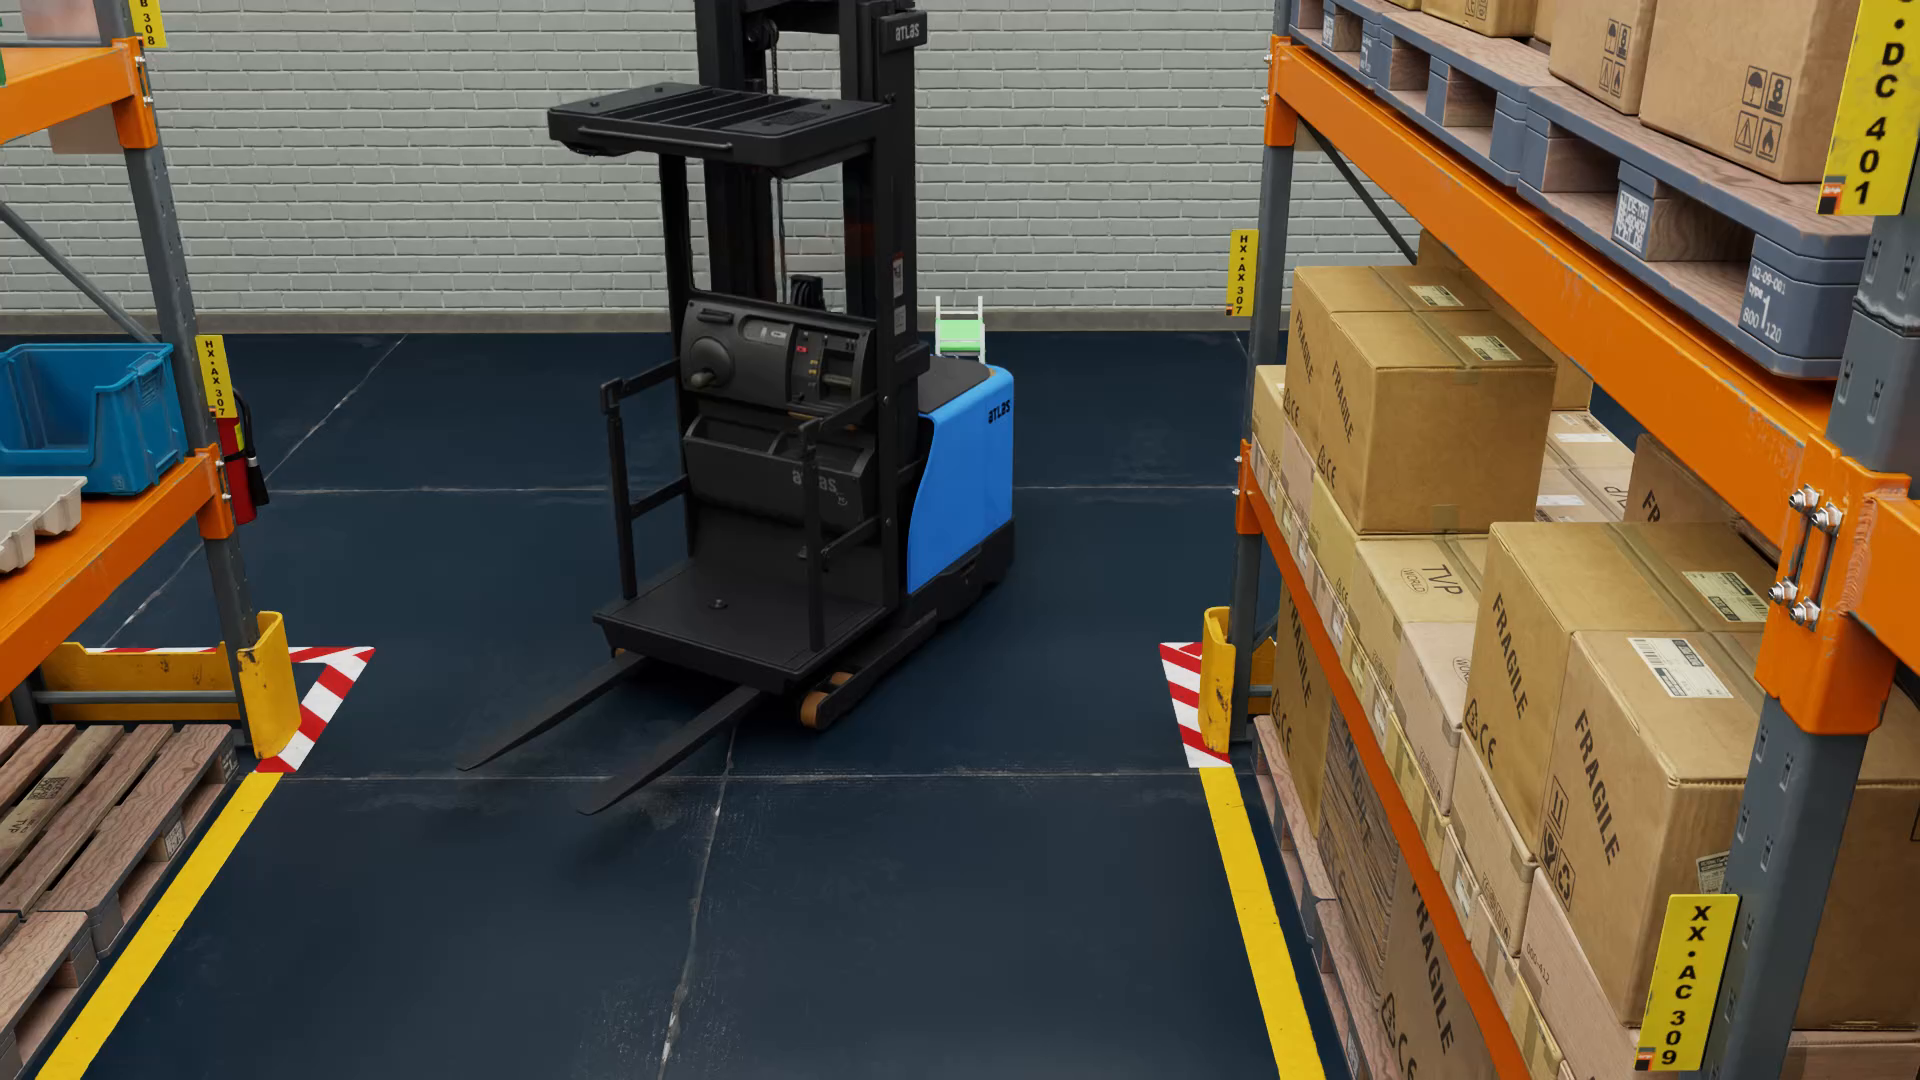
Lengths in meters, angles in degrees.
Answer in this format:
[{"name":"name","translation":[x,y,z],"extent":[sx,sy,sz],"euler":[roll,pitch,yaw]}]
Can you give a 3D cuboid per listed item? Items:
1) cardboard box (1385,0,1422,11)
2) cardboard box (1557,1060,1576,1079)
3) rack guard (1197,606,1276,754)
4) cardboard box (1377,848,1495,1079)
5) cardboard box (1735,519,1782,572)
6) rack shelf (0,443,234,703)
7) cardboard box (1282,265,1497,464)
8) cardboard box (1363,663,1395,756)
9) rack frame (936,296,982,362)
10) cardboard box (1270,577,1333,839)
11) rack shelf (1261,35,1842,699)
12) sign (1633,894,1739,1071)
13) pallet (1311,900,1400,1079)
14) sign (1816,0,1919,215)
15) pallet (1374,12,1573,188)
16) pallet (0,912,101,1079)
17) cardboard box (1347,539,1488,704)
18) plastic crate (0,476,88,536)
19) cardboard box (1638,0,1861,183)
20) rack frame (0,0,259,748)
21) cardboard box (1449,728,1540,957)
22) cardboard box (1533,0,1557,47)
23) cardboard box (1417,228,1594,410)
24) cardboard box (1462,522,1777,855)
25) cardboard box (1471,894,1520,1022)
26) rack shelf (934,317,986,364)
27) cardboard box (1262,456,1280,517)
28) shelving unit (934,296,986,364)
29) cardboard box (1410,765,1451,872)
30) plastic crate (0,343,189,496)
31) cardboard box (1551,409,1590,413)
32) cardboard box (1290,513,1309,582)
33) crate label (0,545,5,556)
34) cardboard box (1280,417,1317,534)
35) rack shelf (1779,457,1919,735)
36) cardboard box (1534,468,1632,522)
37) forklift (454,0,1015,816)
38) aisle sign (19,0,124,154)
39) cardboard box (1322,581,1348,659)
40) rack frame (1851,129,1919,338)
[{"name":"cardboard box","translation":[1.542,-1.757,4.604],"extent":[0.700,0.500,0.500],"euler":[-1,24,-2]},{"name":"cardboard box","translation":[1.309,1.084,3.018],"extent":[0.380,0.149,0.250],"euler":[0,24,0]},{"name":"rack guard","translation":[1.596,0.574,6.873],"extent":[1.175,0.500,0.348],"euler":[0,24,-1]},{"name":"cardboard box","translation":[1.703,1.227,4.466],"extent":[0.875,0.875,0.875],"euler":[0,24,-1]},{"name":"cardboard box","translation":[1.893,0.283,3.395],"extent":[0.500,0.500,0.500],"euler":[0,24,-1]},{"name":"rack shelf","translation":[-3.334,0.619,4.613],"extent":[1.077,0.370,4.000],"euler":[0,24,-1]},{"name":"cardboard box","translation":[1.337,-0.559,5.256],"extent":[0.500,0.500,0.500],"euler":[-1,24,-2]},{"name":"cardboard box","translation":[1.293,0.449,4.421],"extent":[0.380,0.149,0.250],"euler":[0,24,0]},{"name":"rack frame","translation":[-0.004,-0.715,8.876],"extent":[0.240,1.200,0.015],"euler":[0,24,-1]},{"name":"cardboard box","translation":[1.684,0.485,6.105],"extent":[0.875,0.875,0.875],"euler":[0,24,-1]},{"name":"rack shelf","translation":[1.618,-0.770,4.044],"extent":[1.077,0.370,4.000],"euler":[0,24,-1]},{"name":"sign","translation":[1.085,0.666,2.491],"extent":[0.100,0.325,0.005],"euler":[0,24,-1]},{"name":"pallet","translation":[1.694,1.546,5.075],"extent":[1.003,0.211,1.213],"euler":[0,24,-1]},{"name":"sign","translation":[1.085,-0.542,1.944],"extent":[0.100,0.325,0.005],"euler":[0,24,-1]},{"name":"pallet","translation":[1.631,-1.071,3.947],"extent":[1.003,0.211,1.213],"euler":[0,24,-1]},{"name":"pallet","translation":[-3.375,1.580,5.001],"extent":[1.003,0.211,1.213],"euler":[0,24,-1]},{"name":"cardboard box","translation":[1.357,0.213,4.459],"extent":[0.500,0.250,0.500],"euler":[-1,24,-2]},{"name":"plastic crate","translation":[-3.166,-0.104,5.588],"extent":[0.396,0.136,0.243],"euler":[0,24,-1]},{"name":"cardboard box","translation":[1.572,-0.878,2.659],"extent":[0.700,0.500,0.500],"euler":[-2,24,-4]},{"name":"rack frame","translation":[-3.356,-0.532,6.287],"extent":[1.000,3.000,0.127],"euler":[0,24,-1]},{"name":"cardboard box","translation":[1.365,0.632,3.533],"extent":[0.500,0.250,0.500],"euler":[0,24,1]},{"name":"cardboard box","translation":[1.707,-1.315,3.626],"extent":[0.700,0.500,0.500],"euler":[1,24,2]},{"name":"cardboard box","translation":[1.865,-0.764,5.710],"extent":[0.500,0.500,0.500],"euler":[0,24,0]},{"name":"cardboard box","translation":[1.367,0.290,3.380],"extent":[0.500,0.500,0.500],"euler":[0,24,0]},{"name":"cardboard box","translation":[1.304,0.872,3.487],"extent":[0.380,0.149,0.250],"euler":[-1,24,-1]},{"name":"rack shelf","translation":[-0.002,-0.994,8.482],"extent":[0.258,0.148,0.480],"euler":[0,24,-1]},{"name":"cardboard box","translation":[1.275,-0.187,5.828],"extent":[0.380,0.149,0.250],"euler":[-1,24,-1]},{"name":"shelving unit","translation":[-0.002,-0.615,8.654],"extent":[0.258,1.200,0.503],"euler":[0,24,-1]},{"name":"cardboard box","translation":[1.298,0.660,3.956],"extent":[0.380,0.149,0.250],"euler":[0,24,0]},{"name":"plastic crate","translation":[-3.166,-0.439,5.964],"extent":[0.616,0.435,0.499],"euler":[0,24,-1]},{"name":"cardboard box","translation":[1.867,-0.423,5.867],"extent":[0.500,0.250,0.500],"euler":[-1,24,-1]},{"name":"cardboard box","translation":[1.282,0.026,5.357],"extent":[0.380,0.149,0.250],"euler":[-1,24,-1]},{"name":"crate label","translation":[-3.150,0.130,5.070],"extent":[0.396,0.136,0.243],"euler":[0,24,-1]},{"name":"cardboard box","translation":[1.344,-0.209,5.393],"extent":[0.500,0.250,0.500],"euler":[-1,24,-1]},{"name":"rack shelf","translation":[1.662,0.879,0.400],"extent":[1.077,0.370,4.000],"euler":[0,24,-1]},{"name":"cardboard box","translation":[1.878,-0.005,4.941],"extent":[0.500,0.250,0.500],"euler":[-1,24,-2]},{"name":"forklift","translation":[-0.890,-0.749,6.850],"extent":[1.130,2.935,3.031],"euler":[13,27,27]},{"name":"aisle sign","translation":[-3.064,-1.748,5.820],"extent":[0.394,0.787,0.004],"euler":[0,24,-1]},{"name":"cardboard box","translation":[1.287,0.237,4.890],"extent":[0.380,0.149,0.250],"euler":[-1,24,-1]},{"name":"rack frame","translation":[1.640,-1.640,1.456],"extent":[1.000,3.000,0.127],"euler":[0,24,-1]}]
